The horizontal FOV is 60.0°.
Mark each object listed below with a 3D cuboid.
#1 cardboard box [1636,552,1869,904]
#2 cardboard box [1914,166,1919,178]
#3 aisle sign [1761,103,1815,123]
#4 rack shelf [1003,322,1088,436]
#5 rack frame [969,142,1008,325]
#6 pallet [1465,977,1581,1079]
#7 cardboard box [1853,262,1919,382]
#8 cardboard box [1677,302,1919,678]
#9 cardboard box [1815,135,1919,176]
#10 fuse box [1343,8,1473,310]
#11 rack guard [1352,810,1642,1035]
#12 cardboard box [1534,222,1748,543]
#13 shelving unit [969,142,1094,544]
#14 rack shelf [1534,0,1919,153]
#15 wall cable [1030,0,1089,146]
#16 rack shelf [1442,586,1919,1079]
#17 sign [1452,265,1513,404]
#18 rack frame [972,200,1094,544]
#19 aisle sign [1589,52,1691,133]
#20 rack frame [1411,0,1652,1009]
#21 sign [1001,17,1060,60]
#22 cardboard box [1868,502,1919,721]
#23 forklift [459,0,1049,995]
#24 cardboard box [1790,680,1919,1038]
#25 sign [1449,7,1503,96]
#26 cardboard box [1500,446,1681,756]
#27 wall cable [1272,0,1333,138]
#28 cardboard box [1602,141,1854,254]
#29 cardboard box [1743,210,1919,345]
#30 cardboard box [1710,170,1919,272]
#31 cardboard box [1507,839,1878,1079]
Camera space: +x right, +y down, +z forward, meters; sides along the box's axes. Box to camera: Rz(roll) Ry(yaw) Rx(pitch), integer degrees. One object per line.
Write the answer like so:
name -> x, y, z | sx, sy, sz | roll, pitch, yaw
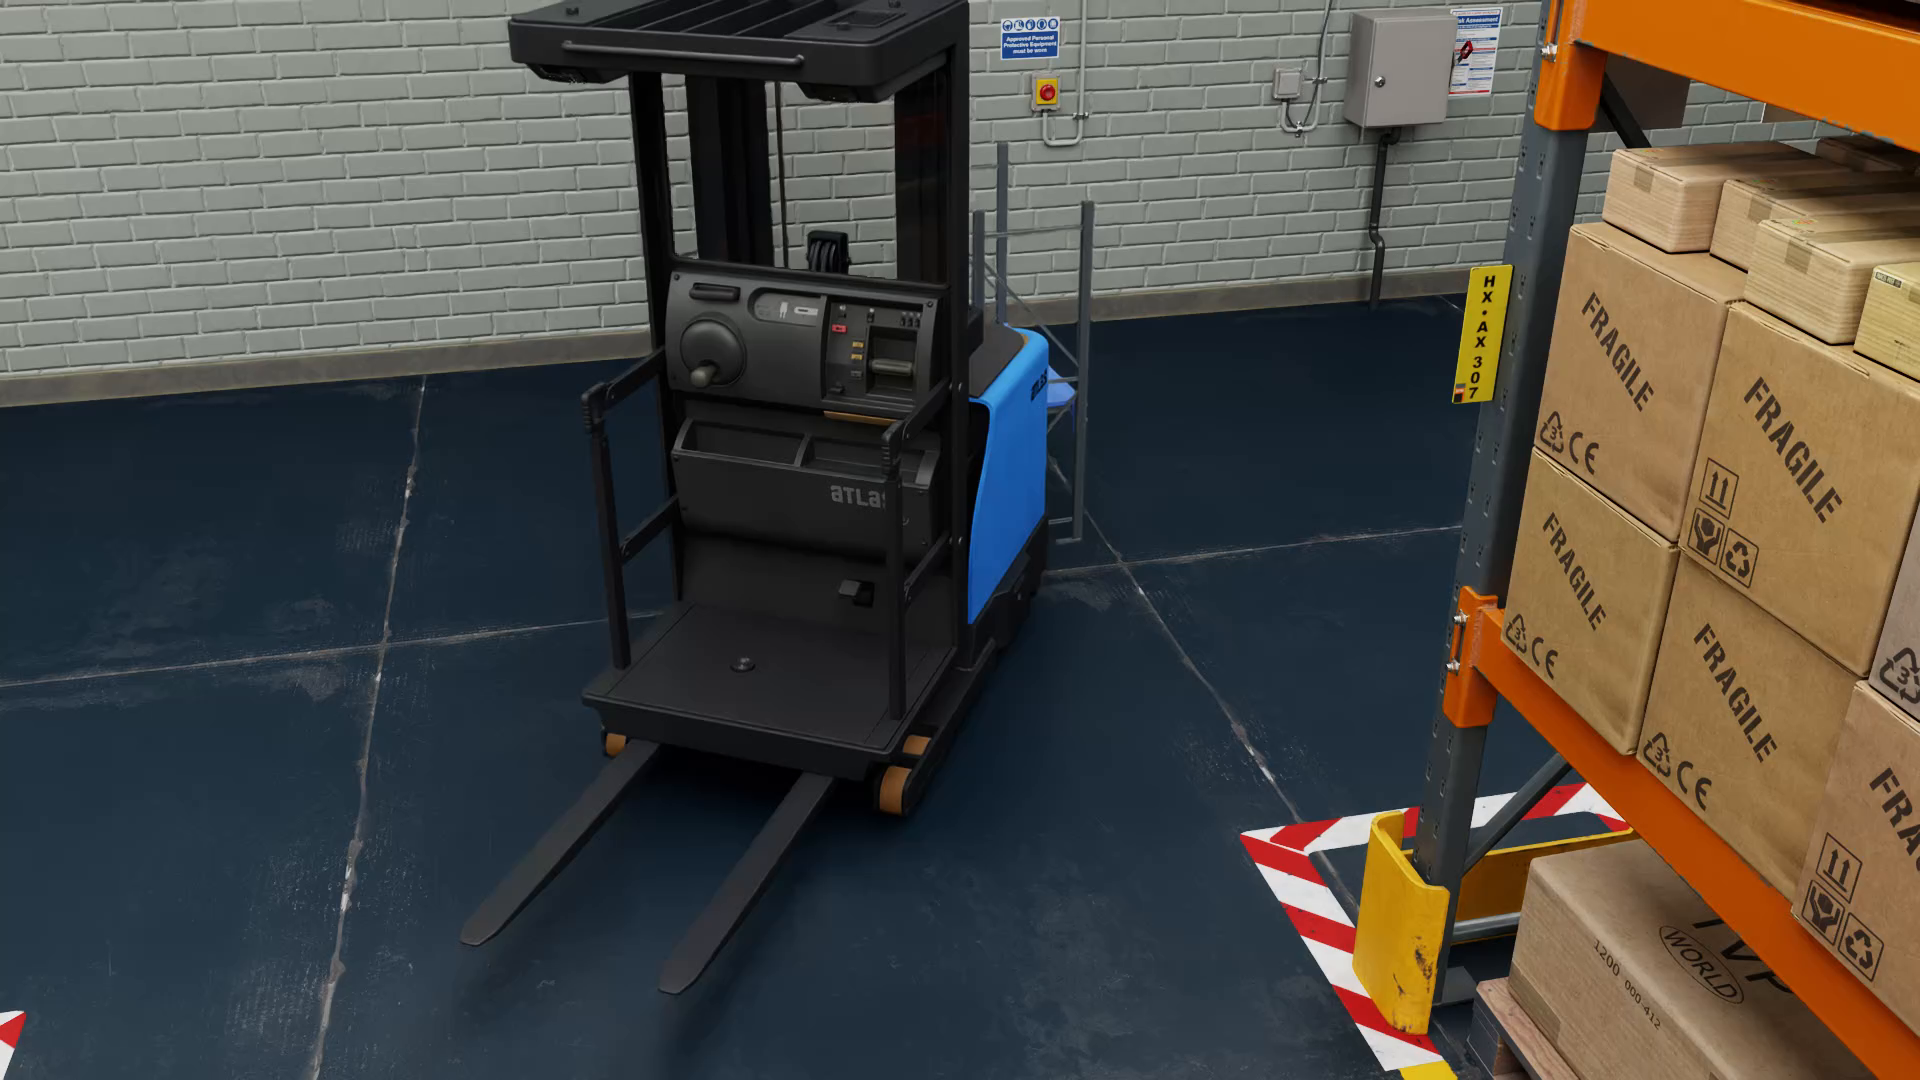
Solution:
cardboard box -> 1.704, 0.315, 3.186 | 0.500, 0.500, 0.500 | -6, 27, -12
cardboard box -> 2.091, -0.634, 3.236 | 0.380, 0.149, 0.250 | -5, 27, -11
aisle sign -> 2.020, -1.323, 3.657 | 0.394, 0.787, 0.004 | -6, 27, -12
rack shelf -> 0.131, -0.695, 7.362 | 0.538, 0.185, 1.000 | -8, 28, -16
rack frame -> -0.026, -1.074, 7.713 | 0.500, 1.500, 0.032 | -8, 28, -16
pallet -> 1.991, 1.489, 4.066 | 1.003, 0.211, 1.213 | -6, 27, -12
cardboard box -> 1.697, -0.349, 2.671 | 0.380, 0.149, 0.250 | -7, 28, -13
cardboard box -> 1.688, -0.125, 2.947 | 0.500, 0.500, 0.500 | -7, 28, -13
cardboard box -> 2.010, -0.743, 3.452 | 0.380, 0.149, 0.250 | -6, 27, -11
fuse box -> 2.520, -2.146, 9.603 | 0.539, 1.711, 0.414 | -6, 27, -12
rack guard -> 1.729, 1.006, 4.702 | 1.175, 0.500, 0.348 | -6, 27, -12
cardboard box -> 1.565, -0.351, 3.395 | 0.500, 0.500, 0.500 | -7, 28, -13
shelving unit -> 0.131, -0.856, 7.281 | 0.538, 1.500, 1.048 | -8, 28, -16
rack shelf -> 2.185, -0.239, 1.864 | 1.077, 0.370, 4.000 | -6, 27, -12
wall cable -> 0.441, -3.040, 8.781 | 0.585, 1.953, 0.123 | -6, 27, -12
rack shelf -> 2.185, 1.100, 2.540 | 1.077, 0.370, 4.000 | -6, 27, -12
sign -> 1.192, -0.467, 3.798 | 0.100, 0.325, 0.005 | -6, 27, -12
rack frame -> 0.289, -0.638, 6.850 | 0.500, 1.500, 0.032 | -8, 28, -16
aisle sign -> 1.435, -1.262, 3.536 | 0.394, 0.787, 0.004 | -6, 27, -12
rack frame -> 1.734, -0.099, 4.118 | 1.000, 3.000, 0.127 | -6, 27, -12
sign -> 0.380, -2.715, 9.000 | 0.327, 0.218, 0.001 | -6, 27, -12
cardboard box -> 1.812, 0.101, 2.501 | 0.500, 0.500, 0.500 | -6, 27, -12
forklift -> -0.586, -0.606, 5.199 | 1.130, 2.935, 3.031 | 8, 28, 16
cardboard box -> 1.801, 0.540, 2.740 | 0.500, 0.500, 0.500 | -6, 27, -12
sign -> 2.955, -2.820, 9.614 | 0.329, 0.494, 0.001 | -6, 27, -12
cardboard box -> 1.563, 0.096, 3.620 | 0.500, 0.500, 0.500 | -6, 27, -12
wall cable -> 1.820, -3.175, 9.084 | 0.588, 1.984, 0.122 | -6, 27, -12
cardboard box -> 1.544, -0.696, 3.359 | 0.380, 0.149, 0.250 | -5, 27, -11
cardboard box -> 1.620, -0.462, 2.897 | 0.380, 0.149, 0.250 | -5, 27, -10
cardboard box -> 1.673, -0.588, 3.146 | 0.380, 0.149, 0.250 | -5, 27, -10
cardboard box -> 1.980, 1.137, 4.047 | 0.875, 0.438, 0.875 | -7, 28, -13
